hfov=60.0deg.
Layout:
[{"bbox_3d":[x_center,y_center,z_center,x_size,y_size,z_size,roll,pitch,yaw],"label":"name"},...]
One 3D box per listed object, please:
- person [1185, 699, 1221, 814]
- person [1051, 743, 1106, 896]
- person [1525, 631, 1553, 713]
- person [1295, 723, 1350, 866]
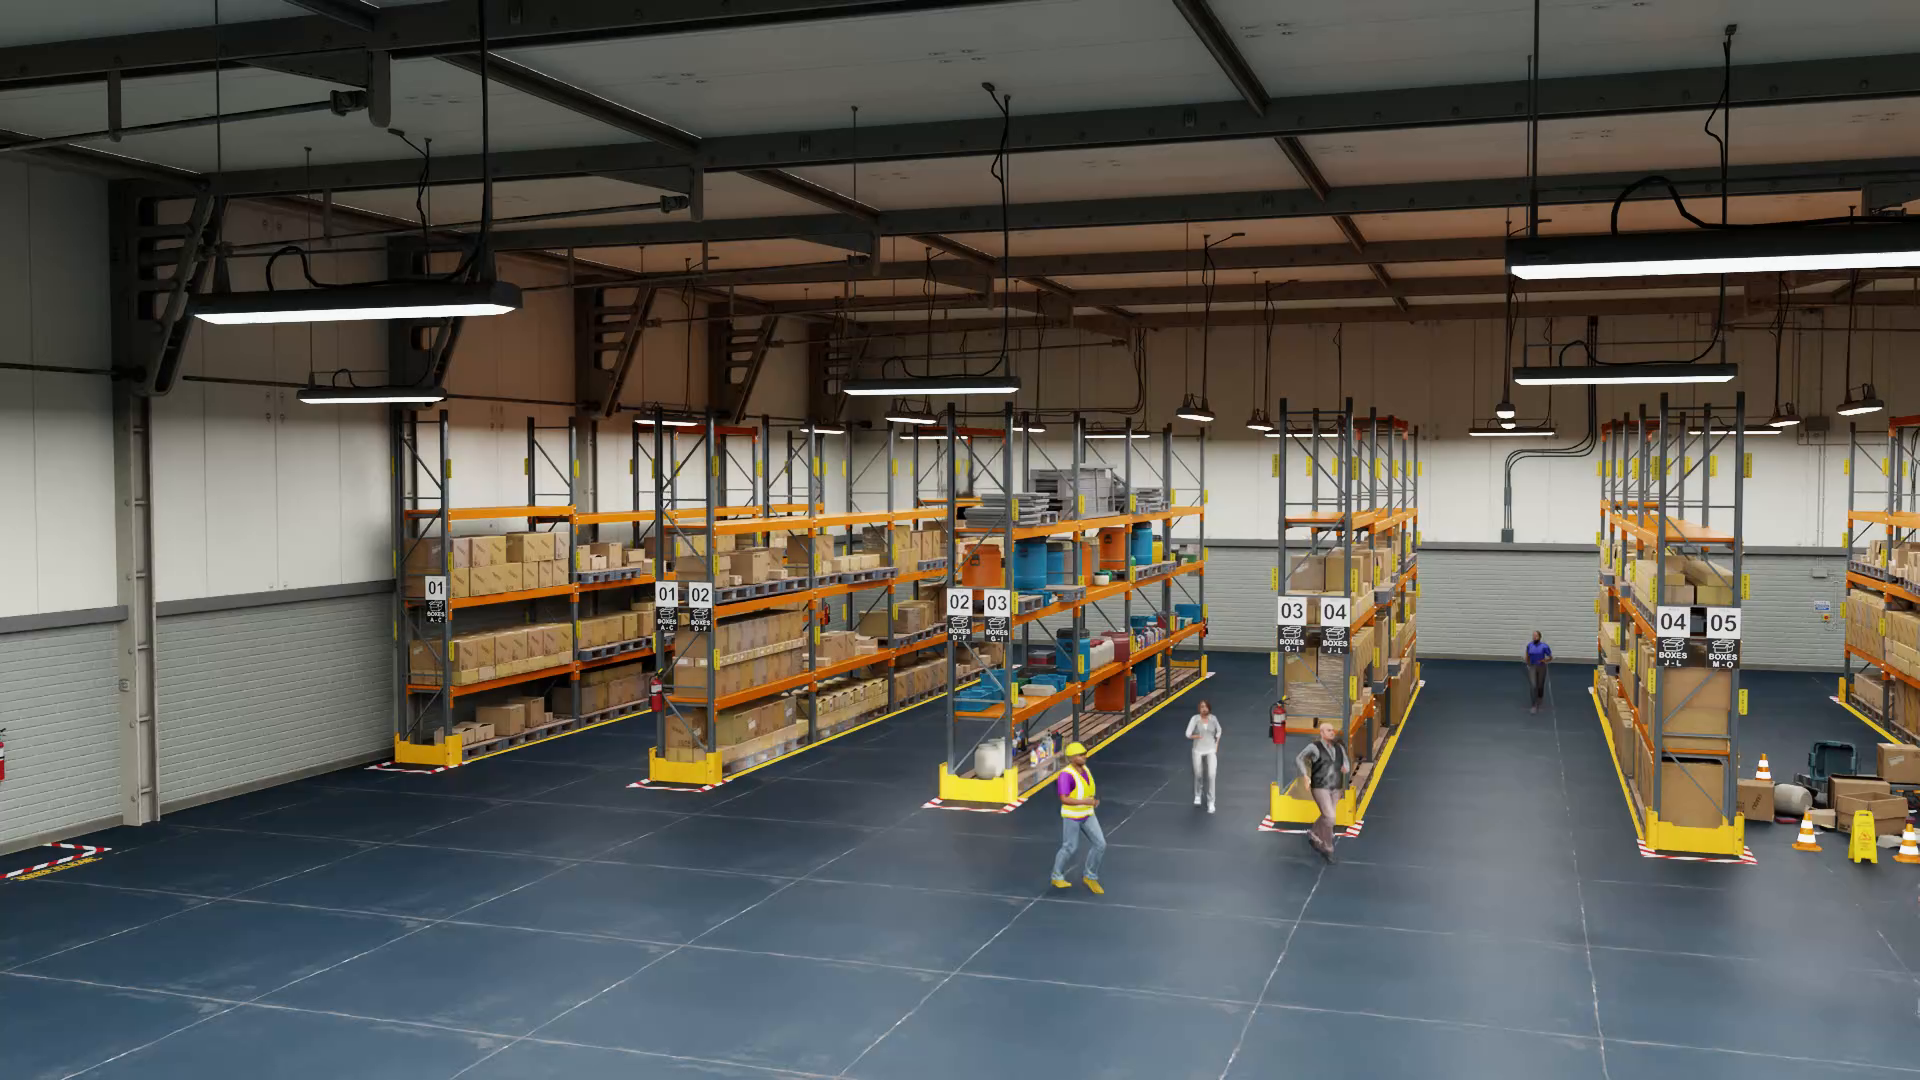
[{"bbox_3d":[3.568,3.163,24.360,0.537,1.666,0.636,0,2,5],"label":"person"},{"bbox_3d":[1.394,3.274,19.546,0.747,1.796,0.682,2,3,44],"label":"person"},{"bbox_3d":[11.969,2.710,34.410,0.571,1.667,0.843,1,3,28],"label":"person"},{"bbox_3d":[4.682,3.223,21.293,0.632,1.774,0.785,-1,3,-27],"label":"person"}]
